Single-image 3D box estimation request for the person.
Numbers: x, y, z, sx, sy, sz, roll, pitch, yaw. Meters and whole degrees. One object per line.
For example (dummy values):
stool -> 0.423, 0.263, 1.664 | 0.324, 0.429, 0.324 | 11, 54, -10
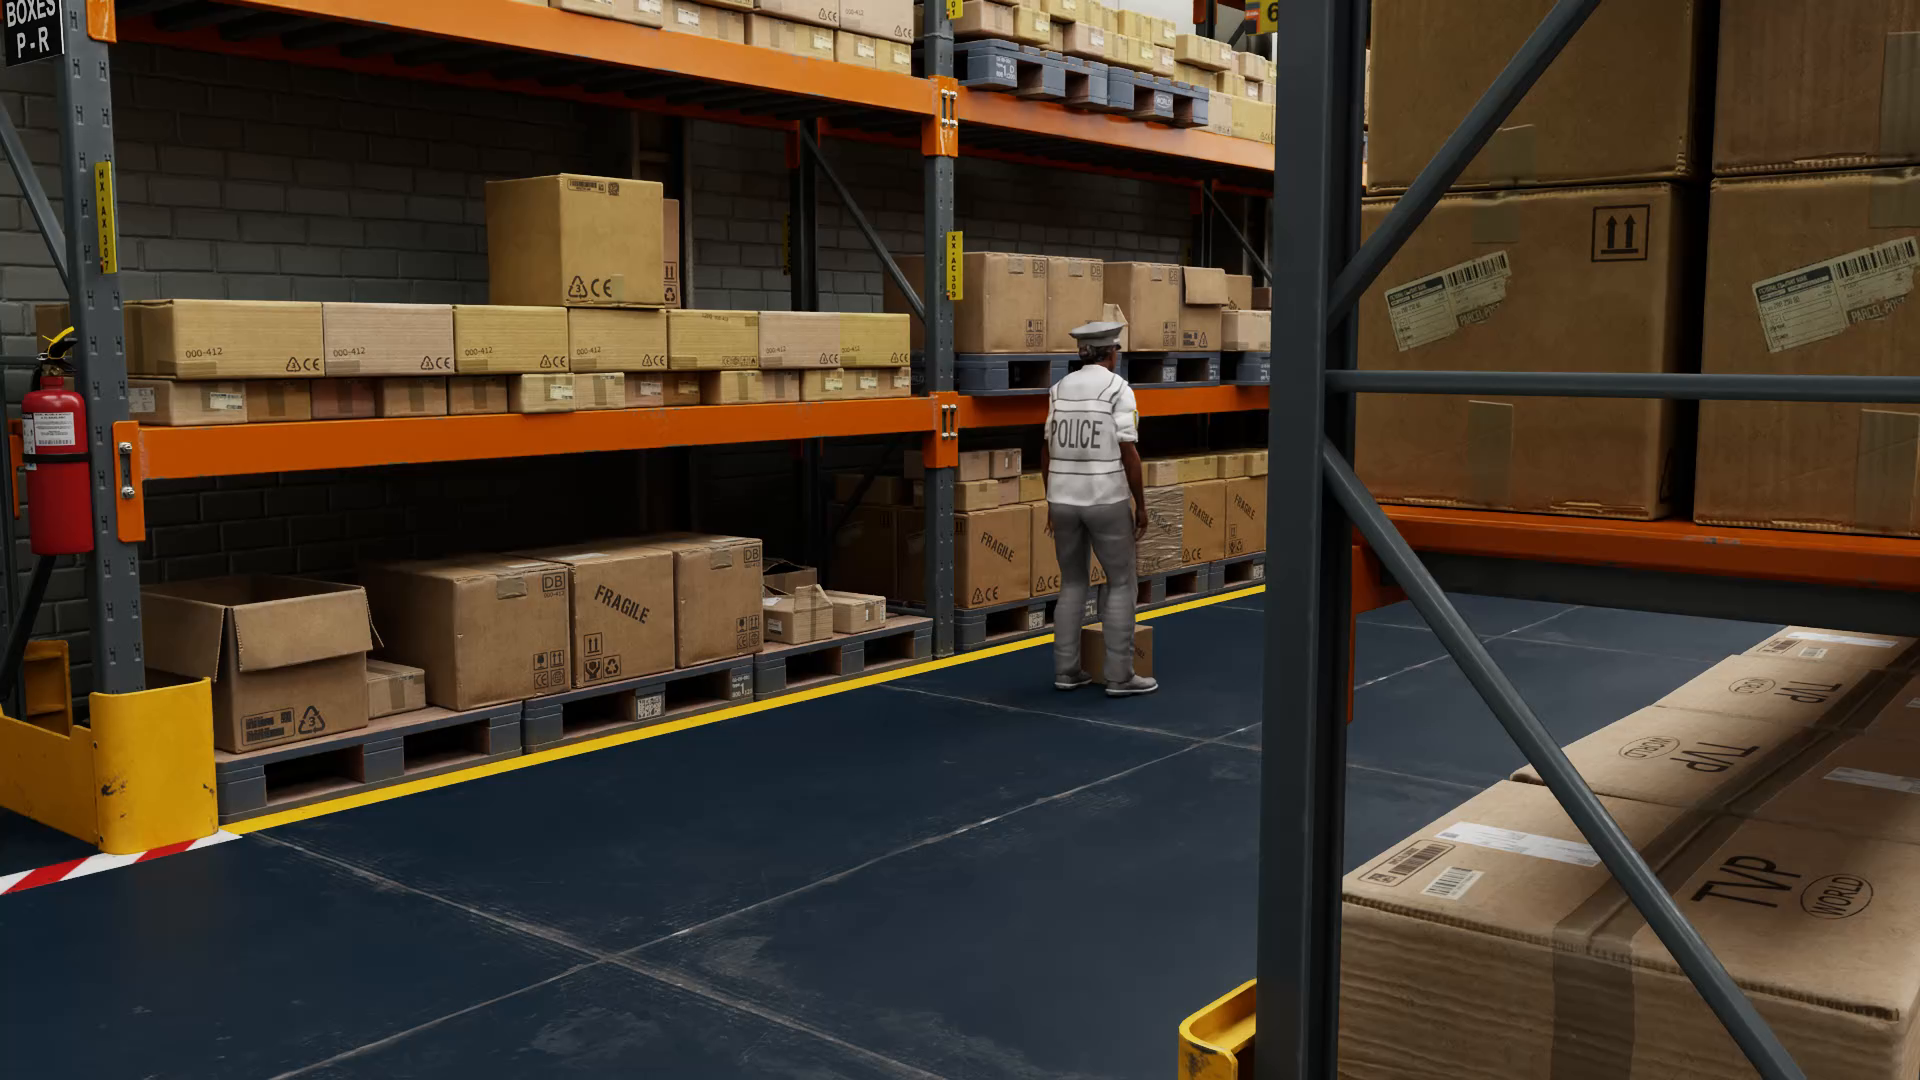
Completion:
person -> 0.609, -0.145, 7.455 | 0.527, 1.661, 0.395 | 5, 8, 34
